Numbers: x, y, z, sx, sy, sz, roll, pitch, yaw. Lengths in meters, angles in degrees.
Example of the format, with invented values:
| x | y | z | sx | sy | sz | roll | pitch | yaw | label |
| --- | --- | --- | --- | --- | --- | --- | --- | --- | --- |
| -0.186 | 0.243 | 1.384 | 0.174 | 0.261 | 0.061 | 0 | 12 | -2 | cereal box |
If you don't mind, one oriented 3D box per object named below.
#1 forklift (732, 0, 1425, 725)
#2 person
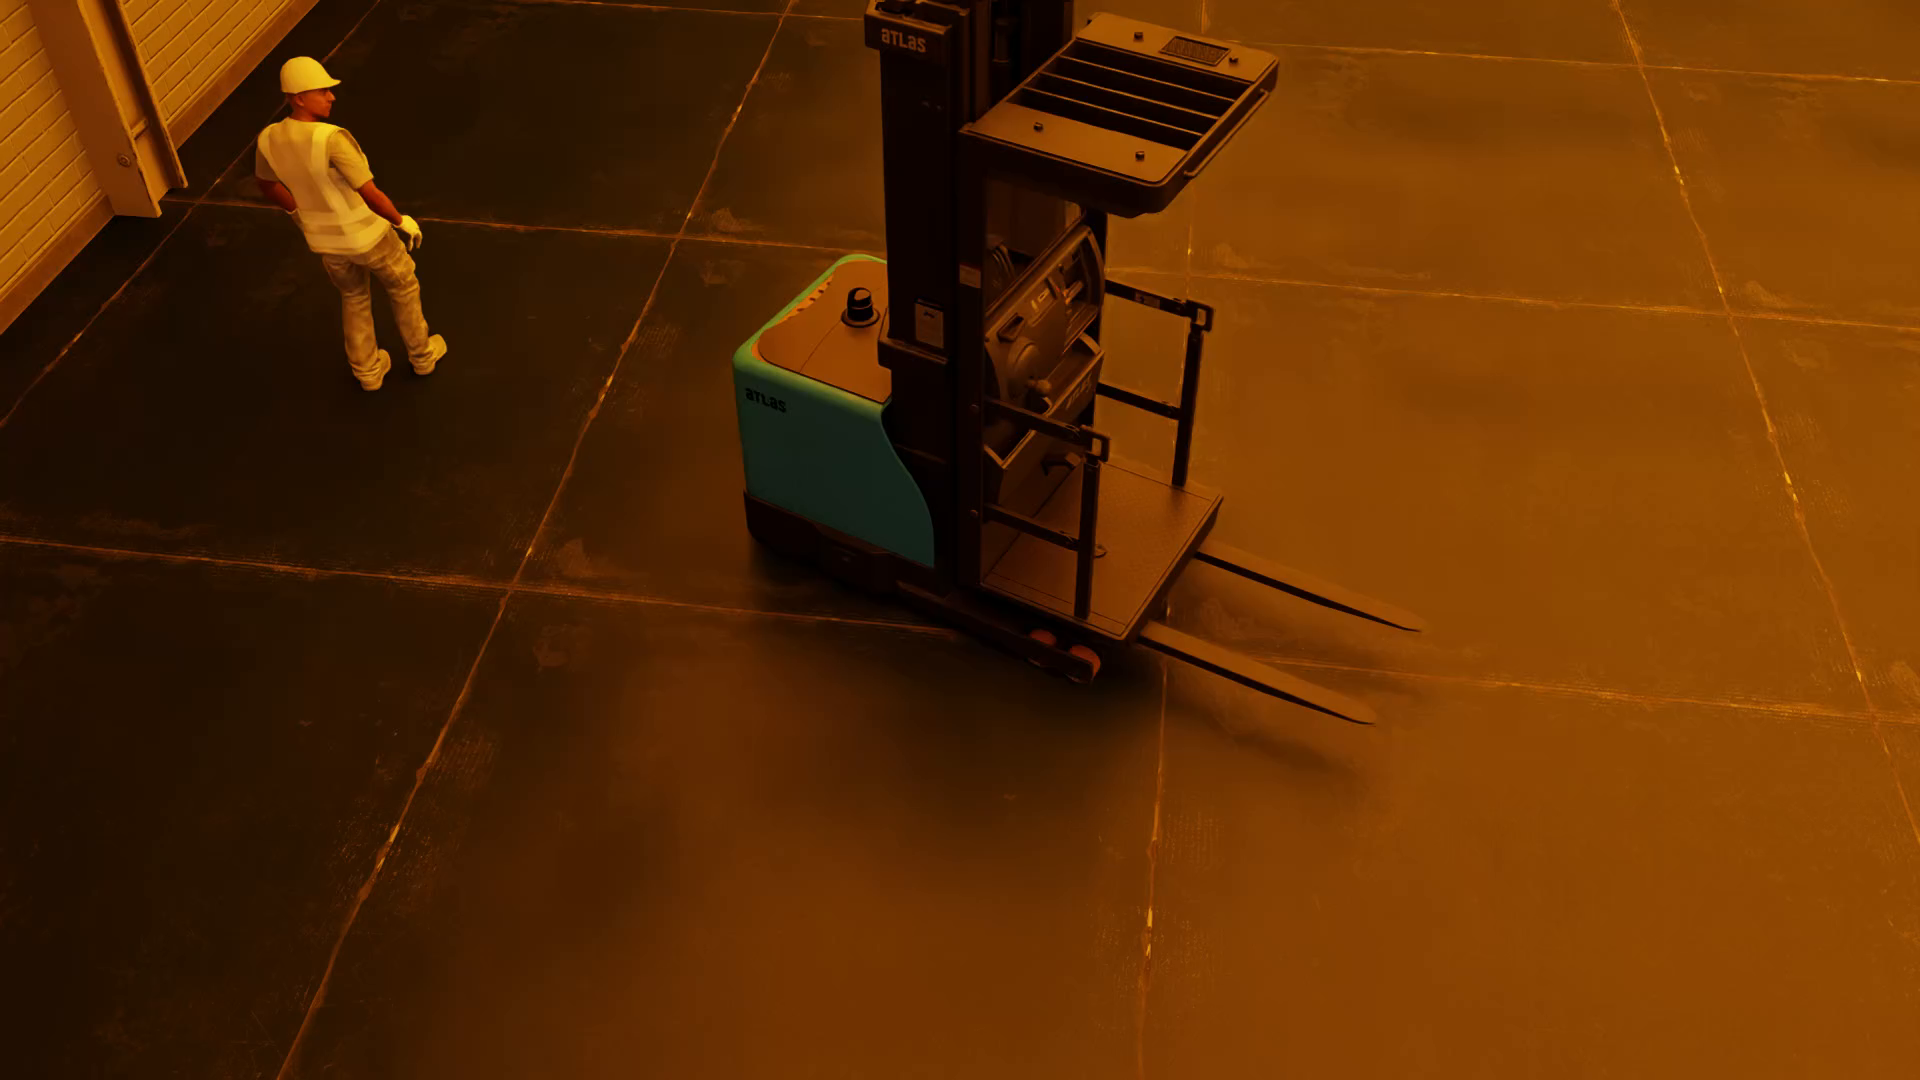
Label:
| x | y | z | sx | sy | sz | roll | pitch | yaw | label |
| --- | --- | --- | --- | --- | --- | --- | --- | --- | --- |
| 0.529 | -0.874 | 6.675 | 3.031 | 2.935 | 1.130 | 21 | 47 | 22 | forklift |
| -3.028 | -1.575 | 8.306 | 0.785 | 1.760 | 0.521 | 9 | 43 | 10 | person |
